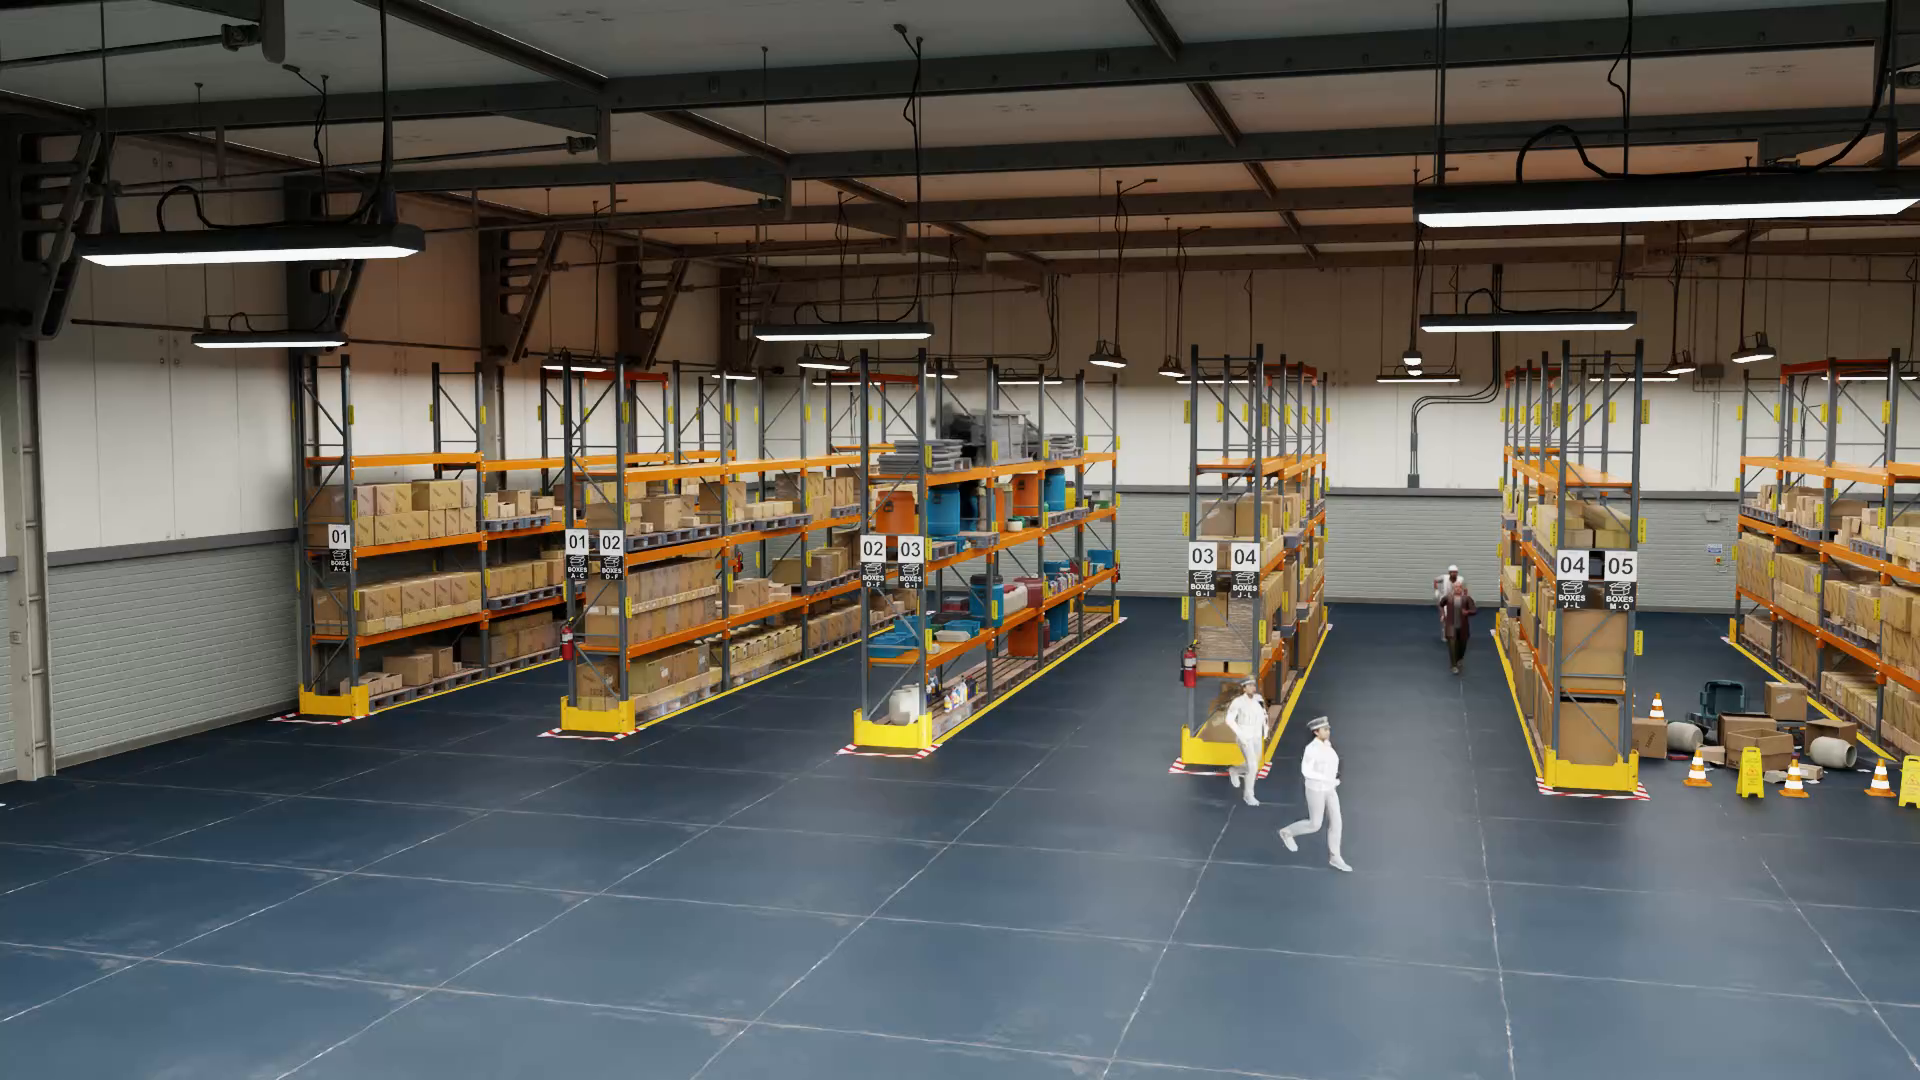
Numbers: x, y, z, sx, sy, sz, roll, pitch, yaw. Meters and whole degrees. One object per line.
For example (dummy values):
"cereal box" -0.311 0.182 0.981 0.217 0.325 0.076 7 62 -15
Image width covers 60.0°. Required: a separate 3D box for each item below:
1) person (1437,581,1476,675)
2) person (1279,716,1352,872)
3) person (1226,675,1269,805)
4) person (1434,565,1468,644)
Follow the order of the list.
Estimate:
"person" 9.631 1.678 32.228 0.709 1.754 1.058 1 4 11
"person" 3.976 2.784 18.470 0.882 1.700 0.617 4 6 43
"person" 3.701 2.562 21.611 0.622 1.699 0.656 -2 5 -26
"person" 10.829 1.394 36.715 0.692 1.727 0.942 0 4 4
